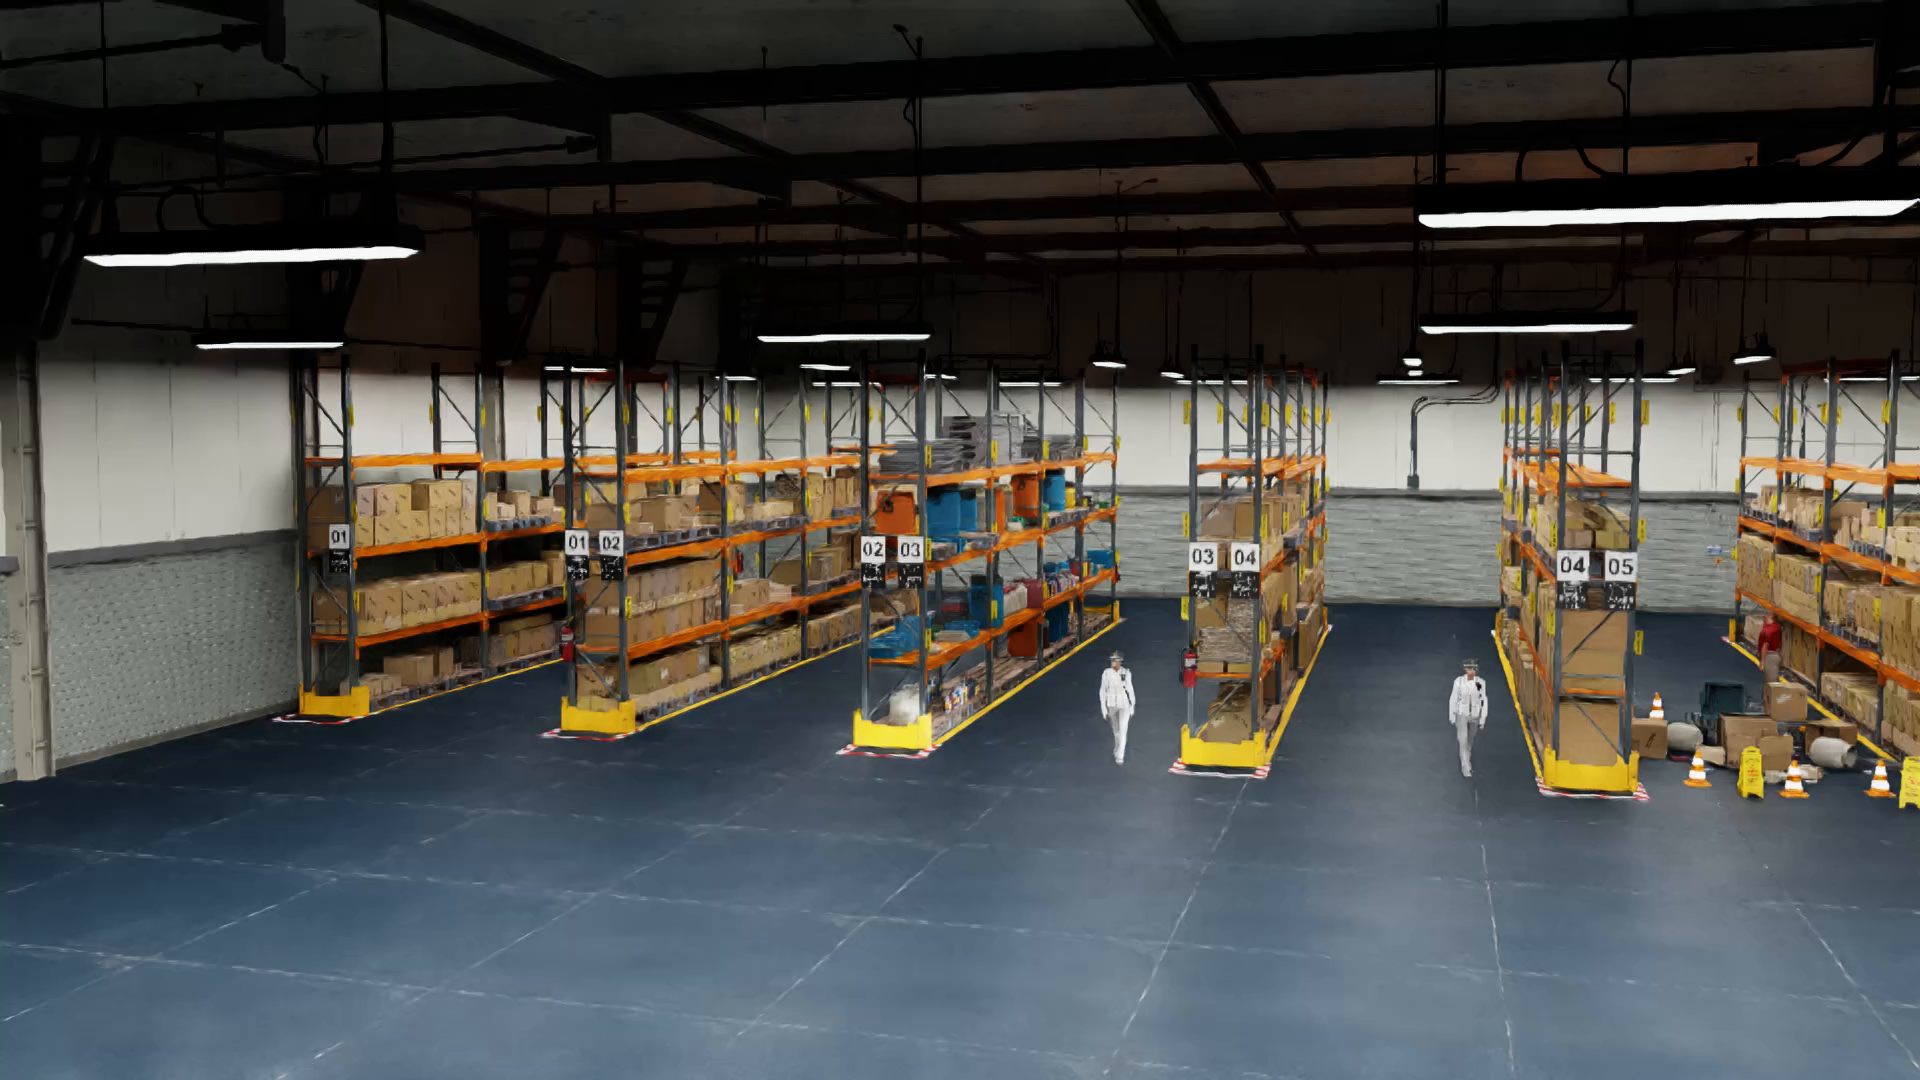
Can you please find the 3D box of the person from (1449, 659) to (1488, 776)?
[{"bbox_3d":[7.126,2.441,23.254,0.489,1.615,1.020,0,4,3],"label":"person"}]

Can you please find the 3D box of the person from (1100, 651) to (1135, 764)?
[{"bbox_3d":[2.259,2.382,24.060,0.496,1.584,1.072,1,5,18],"label":"person"}]

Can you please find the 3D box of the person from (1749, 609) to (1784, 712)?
[{"bbox_3d":[13.618,2.027,28.052,0.597,1.715,0.668,4,6,40],"label":"person"}]
